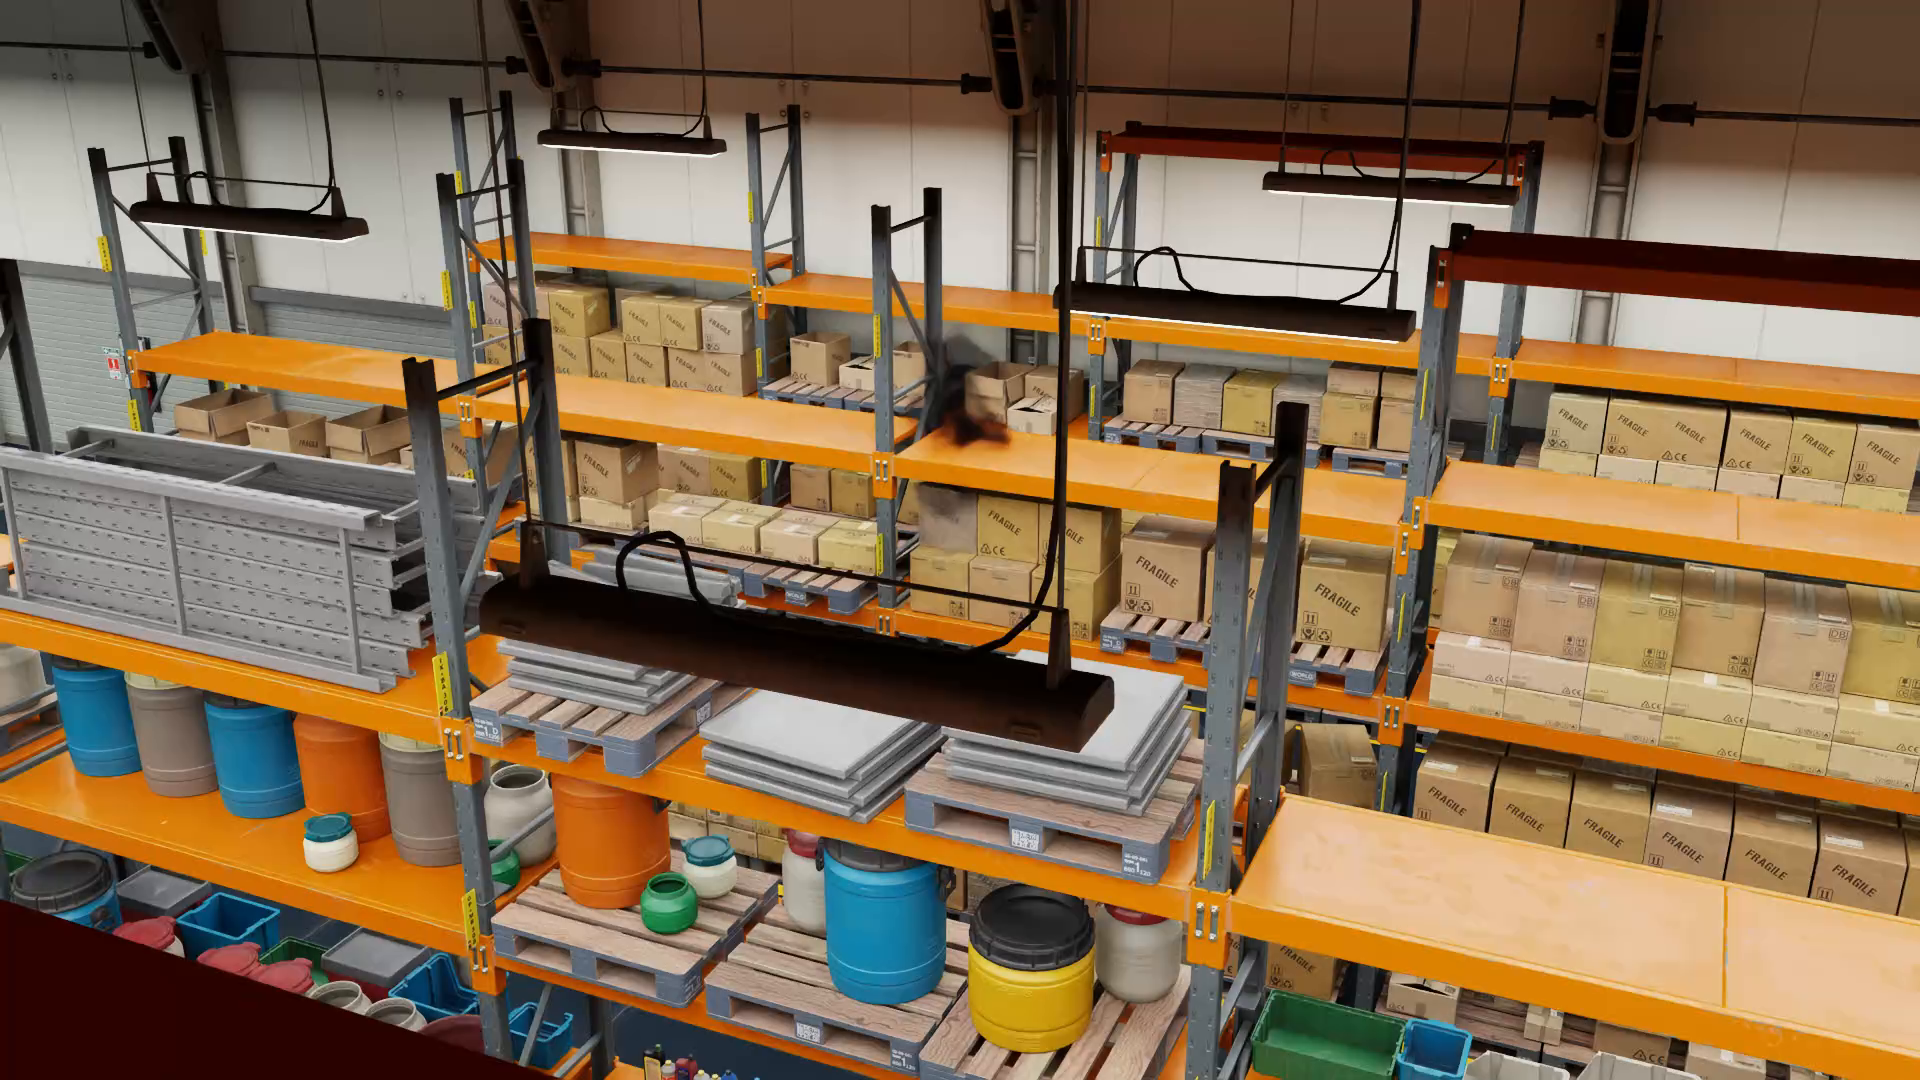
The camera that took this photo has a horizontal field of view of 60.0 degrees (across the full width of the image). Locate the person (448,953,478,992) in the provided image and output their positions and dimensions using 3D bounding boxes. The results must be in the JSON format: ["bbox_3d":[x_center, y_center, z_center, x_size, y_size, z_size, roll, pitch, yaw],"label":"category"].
[{"bbox_3d":[-3.976,2.676,12.317,0.763,1.824,0.676,10,23,25],"label":"person"}]
